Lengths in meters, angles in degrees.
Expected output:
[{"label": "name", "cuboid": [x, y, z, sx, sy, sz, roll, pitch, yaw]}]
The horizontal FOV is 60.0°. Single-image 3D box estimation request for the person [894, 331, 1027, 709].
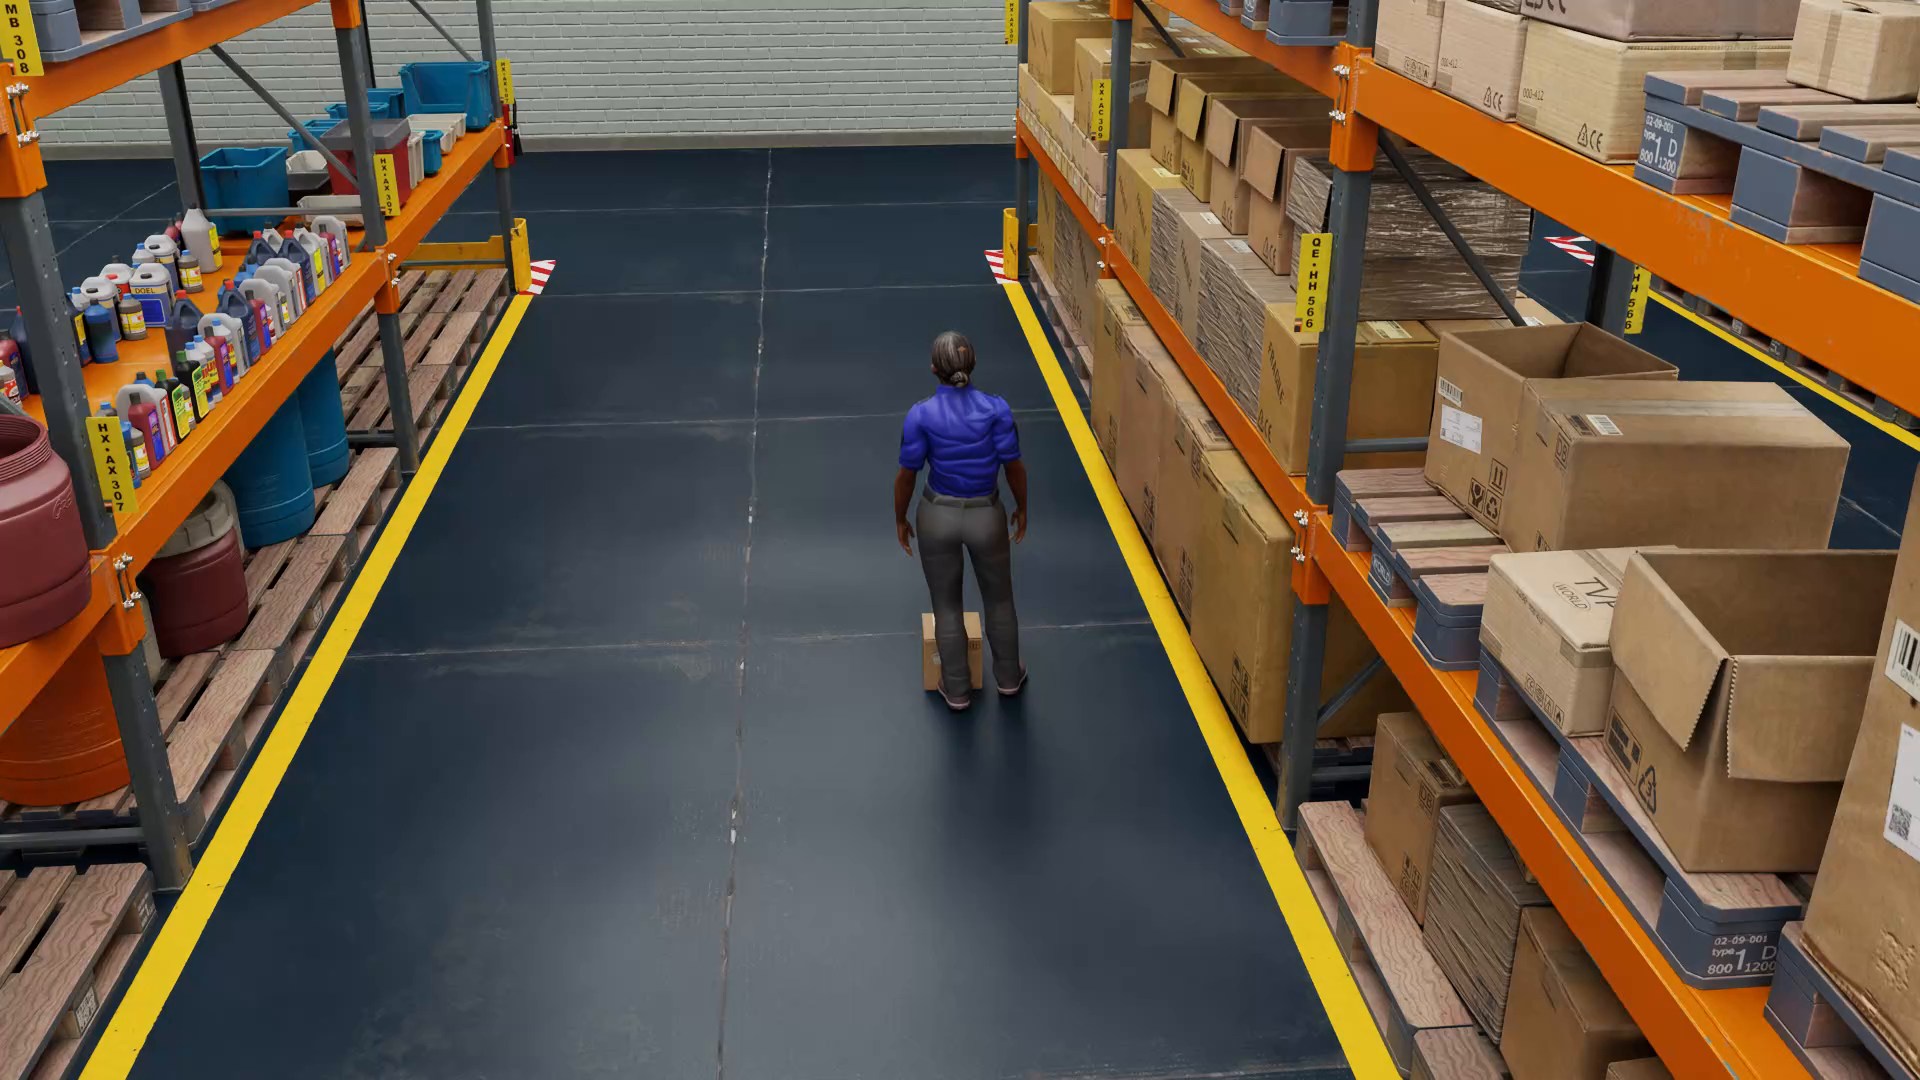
[{"label": "person", "cuboid": [0.017, -0.093, 6.797, 0.570, 1.654, 0.504, -1, 24, -3]}]
